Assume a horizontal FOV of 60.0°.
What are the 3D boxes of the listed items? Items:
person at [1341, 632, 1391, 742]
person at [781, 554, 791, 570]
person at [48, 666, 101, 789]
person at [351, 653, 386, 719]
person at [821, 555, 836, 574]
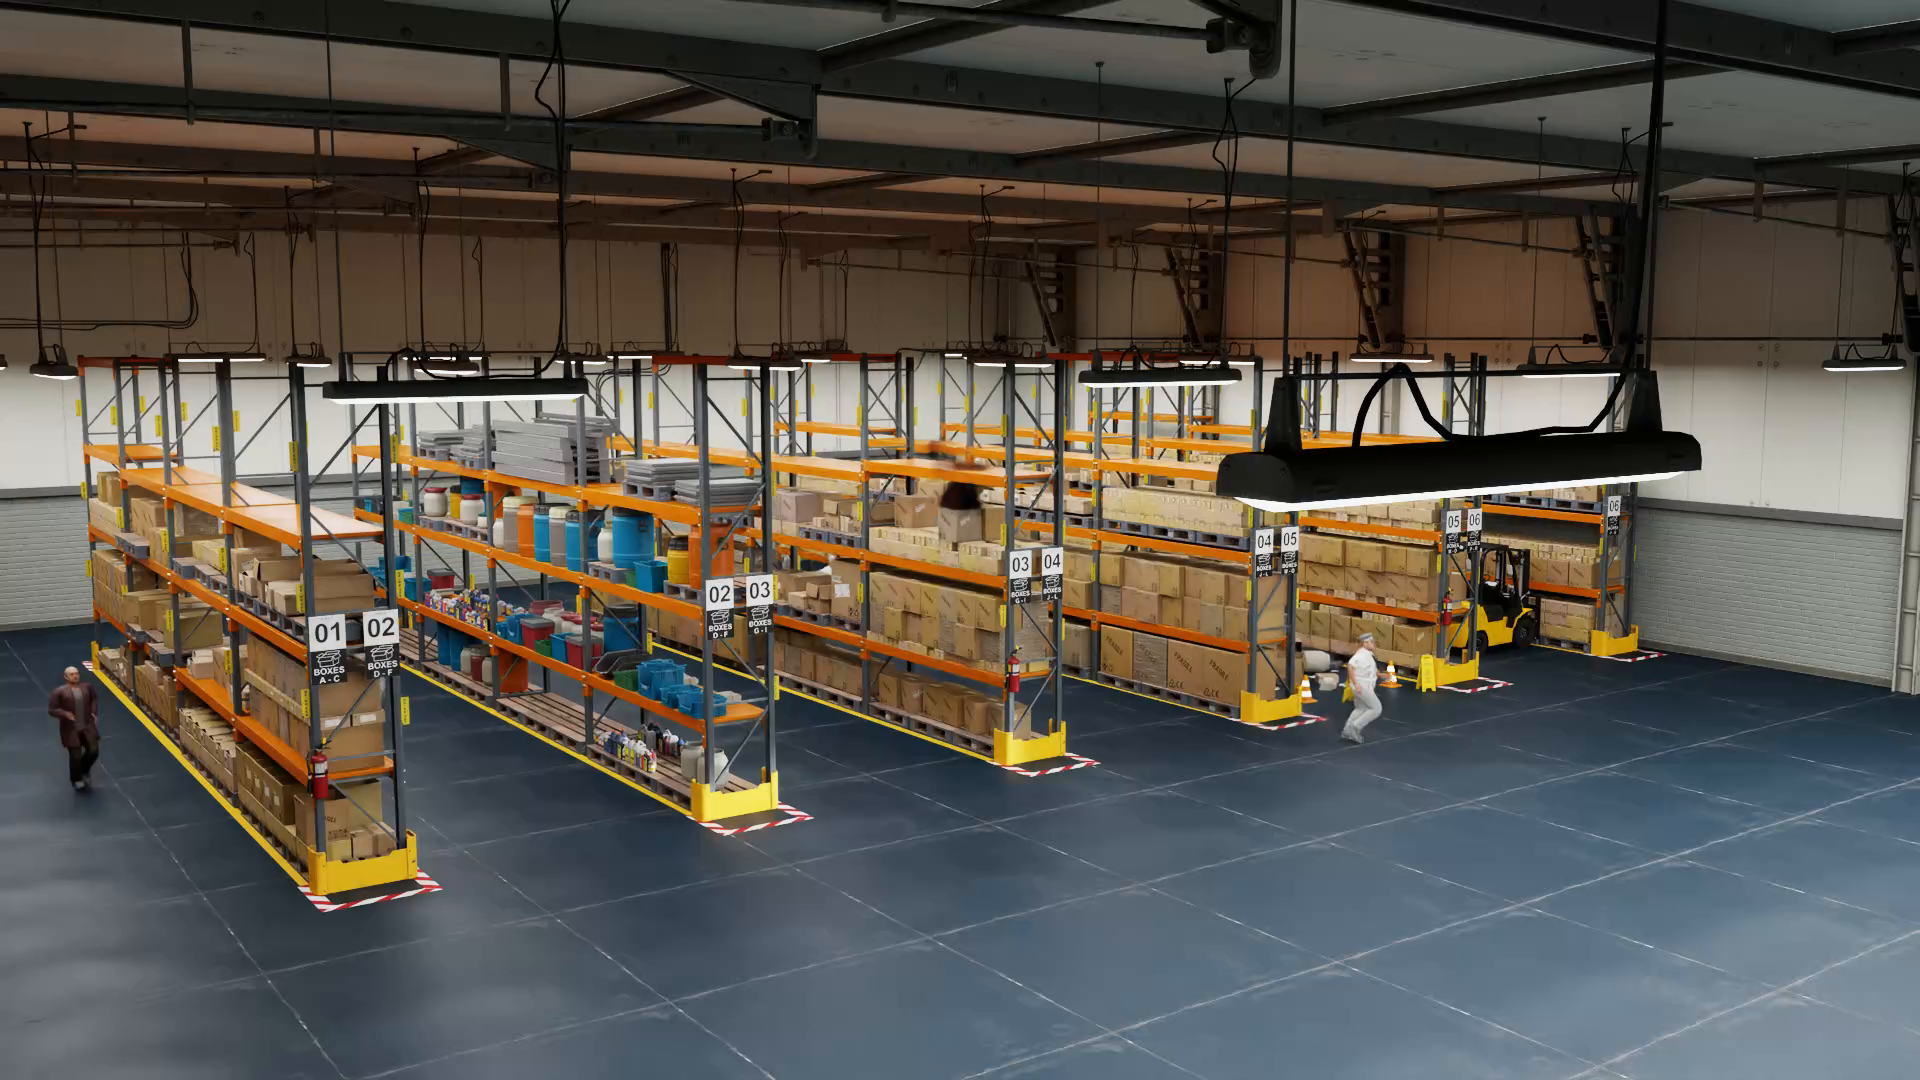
[{"bbox_3d":[6.373,2.304,26.063,0.732,1.739,0.641,2,7,16],"label":"person"},{"bbox_3d":[-4.341,0.418,42.102,0.574,1.626,0.578,-4,8,-31],"label":"person"},{"bbox_3d":[-12.343,2.638,23.308,0.634,1.733,0.698,6,9,43],"label":"person"},{"bbox_3d":[-9.878,2.106,27.804,0.815,1.744,0.655,7,10,44],"label":"person"},{"bbox_3d":[-2.769,1.149,36.006,0.619,1.639,0.859,-5,9,-36],"label":"person"}]
